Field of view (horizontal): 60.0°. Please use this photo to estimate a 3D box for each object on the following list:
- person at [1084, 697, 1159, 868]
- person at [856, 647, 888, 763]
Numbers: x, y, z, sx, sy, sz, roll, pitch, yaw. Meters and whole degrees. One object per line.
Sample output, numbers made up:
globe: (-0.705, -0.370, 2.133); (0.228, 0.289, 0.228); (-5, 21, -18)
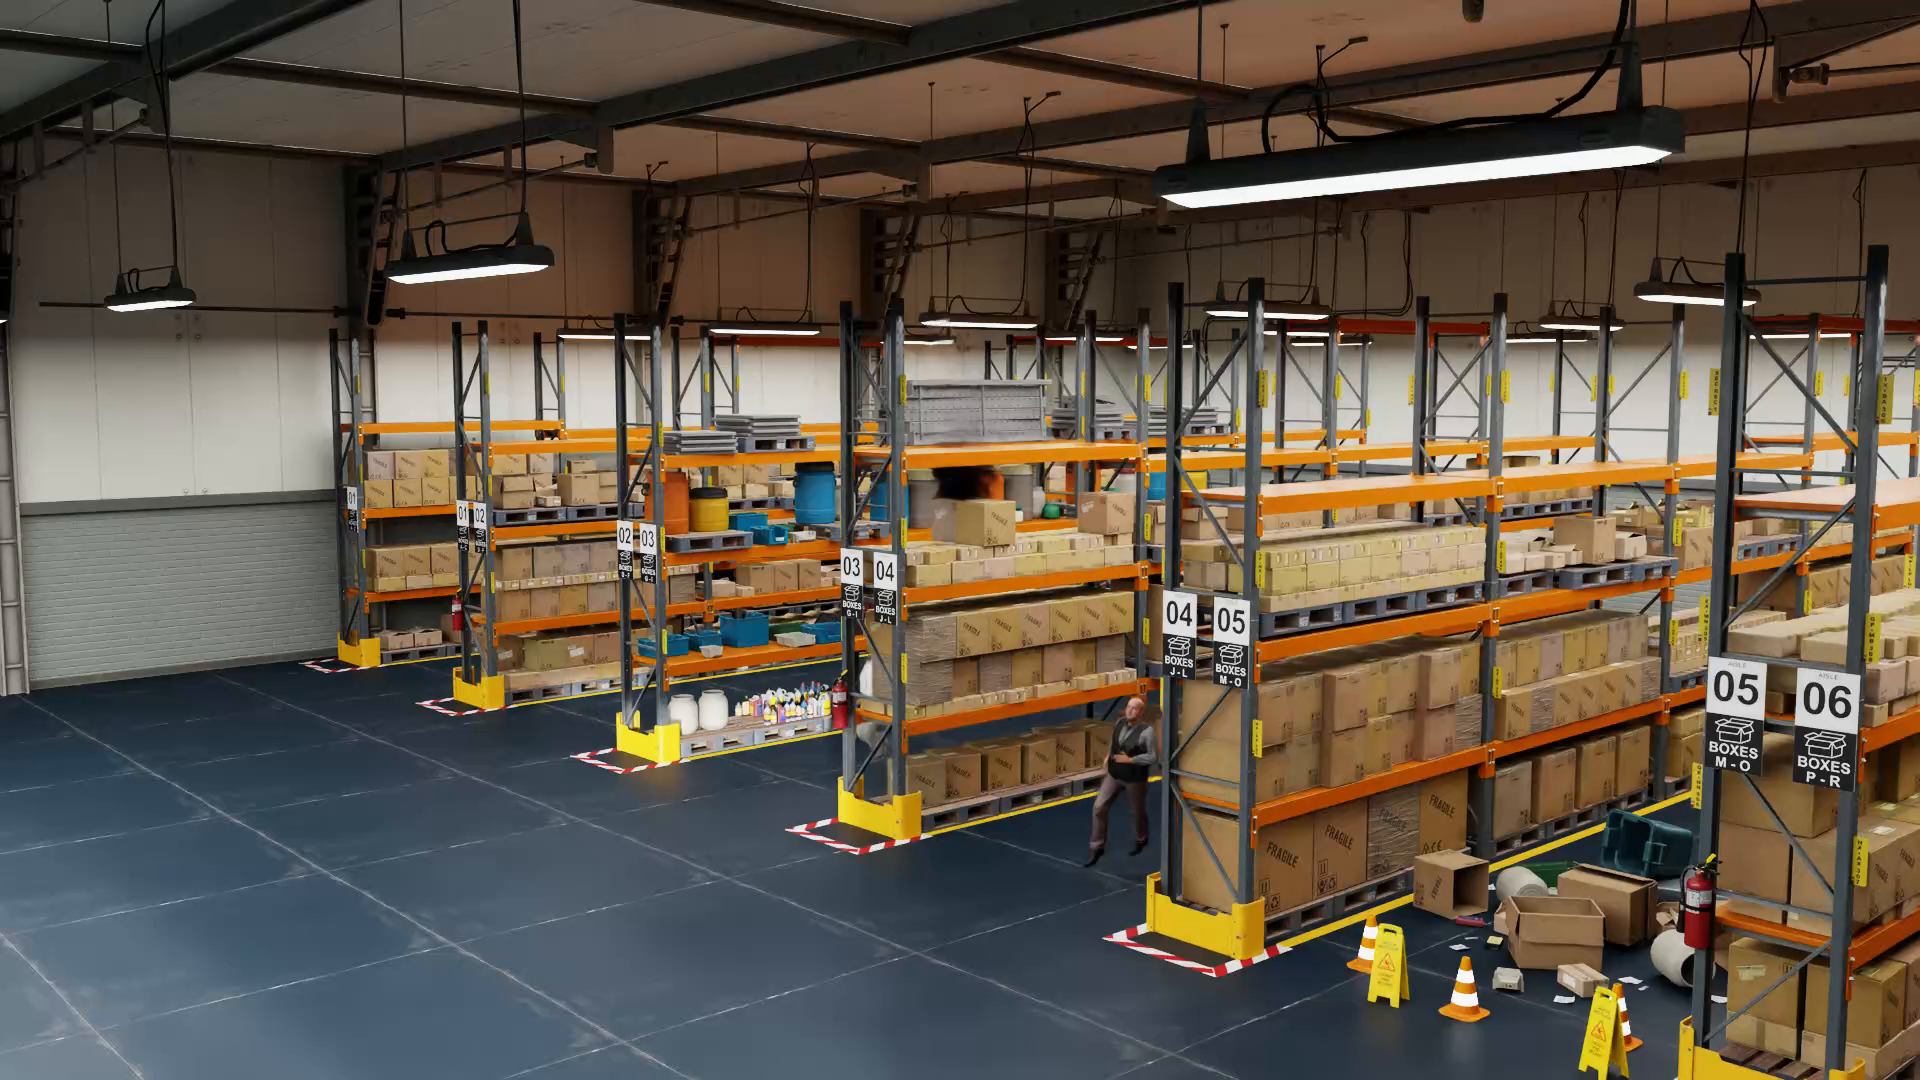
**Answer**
person: (1.736, 2.439, 16.903); (0.680, 1.716, 0.886); (4, 7, 37)
person: (-1.065, 2.070, 21.097); (0.616, 1.573, 0.555); (5, 8, 42)
